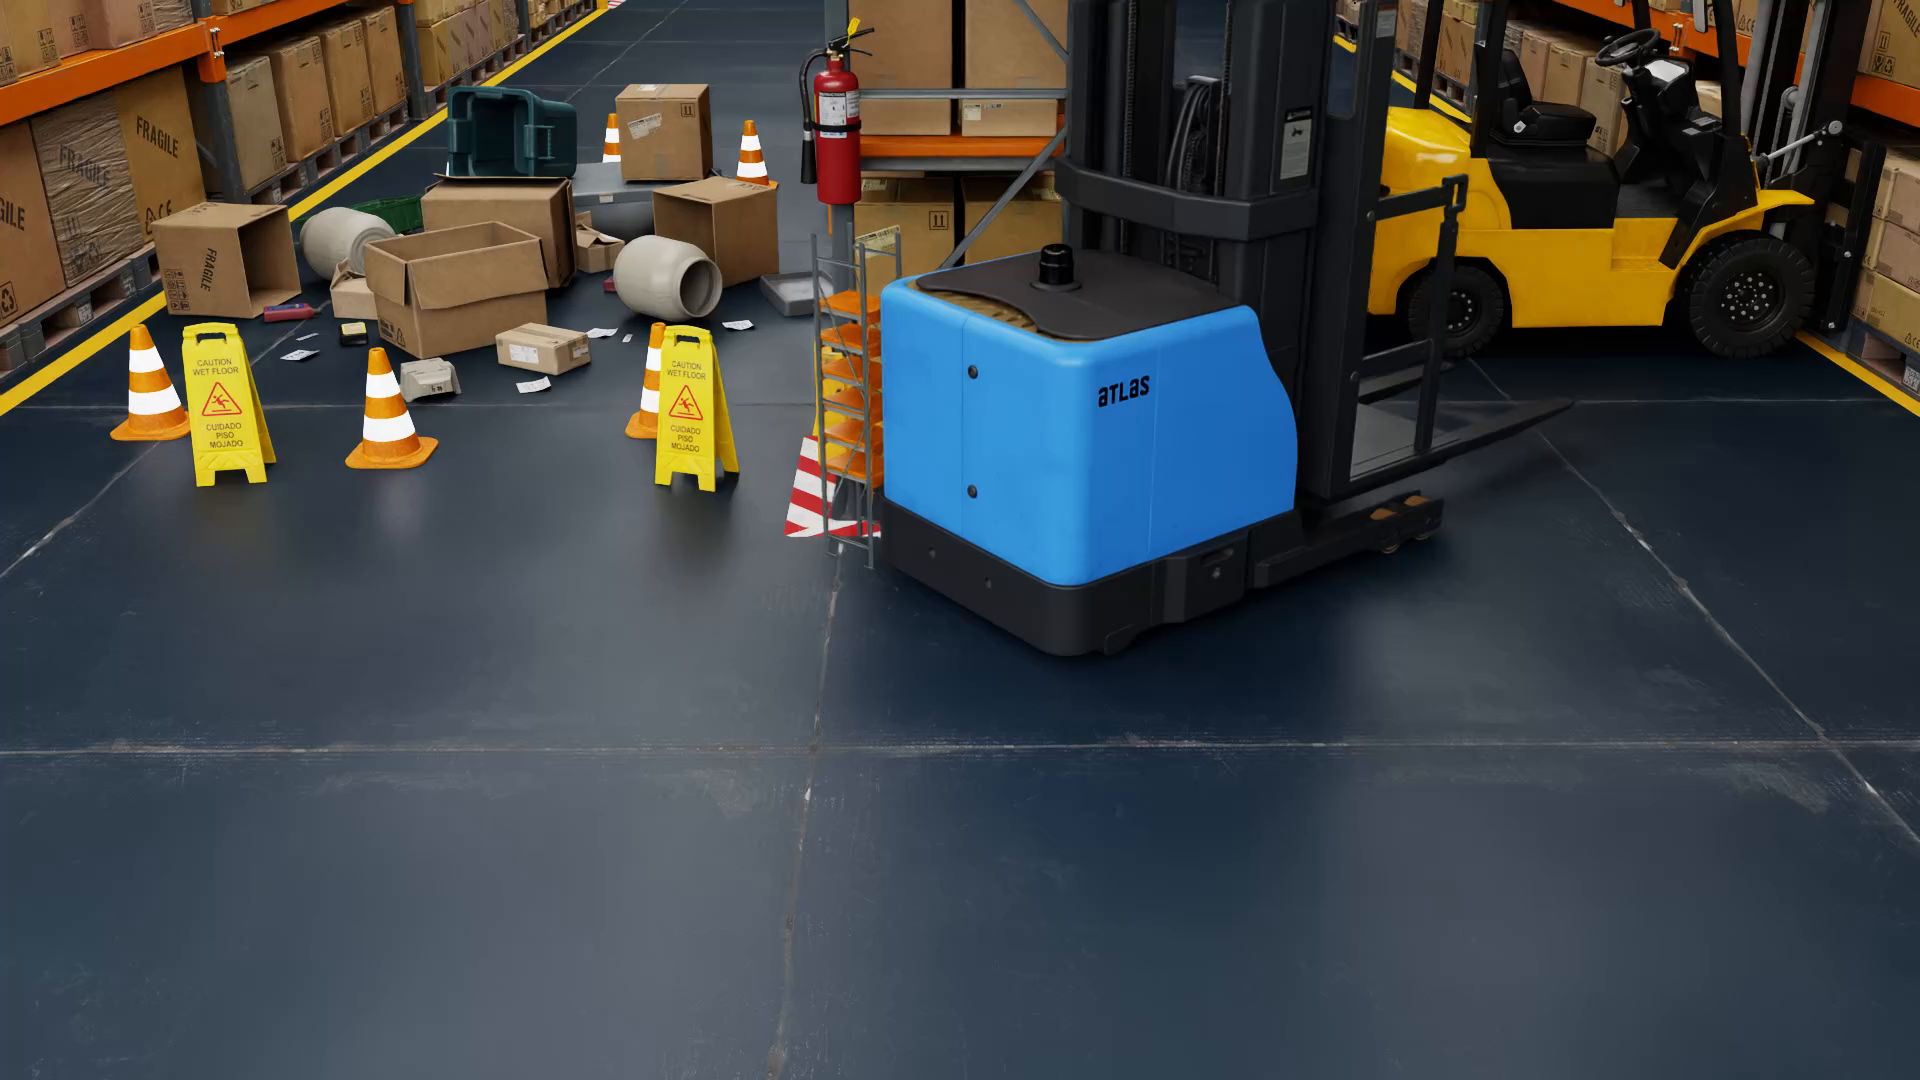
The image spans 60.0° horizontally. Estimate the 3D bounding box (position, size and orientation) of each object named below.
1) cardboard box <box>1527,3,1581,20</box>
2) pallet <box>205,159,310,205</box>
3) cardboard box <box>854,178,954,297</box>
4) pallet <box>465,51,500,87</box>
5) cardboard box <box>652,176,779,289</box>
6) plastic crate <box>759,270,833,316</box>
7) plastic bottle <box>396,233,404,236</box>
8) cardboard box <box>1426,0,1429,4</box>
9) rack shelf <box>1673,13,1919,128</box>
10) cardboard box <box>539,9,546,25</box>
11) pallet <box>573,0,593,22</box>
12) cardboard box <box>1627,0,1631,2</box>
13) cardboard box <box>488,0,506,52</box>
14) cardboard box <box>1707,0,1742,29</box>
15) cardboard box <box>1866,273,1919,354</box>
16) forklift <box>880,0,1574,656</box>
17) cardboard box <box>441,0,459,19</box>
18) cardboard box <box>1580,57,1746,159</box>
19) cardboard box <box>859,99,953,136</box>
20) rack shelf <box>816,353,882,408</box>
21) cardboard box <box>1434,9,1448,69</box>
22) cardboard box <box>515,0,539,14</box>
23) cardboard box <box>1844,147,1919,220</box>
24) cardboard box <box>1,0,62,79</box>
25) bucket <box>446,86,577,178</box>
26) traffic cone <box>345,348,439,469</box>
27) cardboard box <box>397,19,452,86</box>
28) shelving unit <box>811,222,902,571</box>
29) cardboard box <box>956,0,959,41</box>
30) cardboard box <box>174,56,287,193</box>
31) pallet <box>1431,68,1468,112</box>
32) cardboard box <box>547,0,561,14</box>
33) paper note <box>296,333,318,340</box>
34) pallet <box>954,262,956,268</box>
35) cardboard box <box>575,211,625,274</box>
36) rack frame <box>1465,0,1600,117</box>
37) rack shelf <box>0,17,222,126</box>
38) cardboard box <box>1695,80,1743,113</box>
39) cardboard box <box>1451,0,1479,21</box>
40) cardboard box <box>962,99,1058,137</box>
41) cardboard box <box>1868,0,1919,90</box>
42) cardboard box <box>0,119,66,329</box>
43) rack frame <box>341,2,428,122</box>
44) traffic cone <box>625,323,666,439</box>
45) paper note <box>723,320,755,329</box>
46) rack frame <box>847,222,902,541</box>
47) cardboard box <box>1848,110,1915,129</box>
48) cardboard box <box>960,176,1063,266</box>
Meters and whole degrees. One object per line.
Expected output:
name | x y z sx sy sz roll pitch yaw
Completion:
cardboard box | 5.176 -4.589 14.494 0.380 0.149 0.250 1 24 2
pallet | -5.082 -2.336 11.159 1.003 0.211 1.213 0 24 -1
cardboard box | -0.275 -1.314 7.432 0.500 0.500 0.500 0 24 0
pallet | -5.059 -4.490 15.922 1.003 0.211 1.213 0 24 -1
cardboard box | -1.398 -1.767 9.548 0.500 0.500 0.500 19 30 35
plastic crate | -0.852 -1.372 9.186 0.402 0.080 0.583 -9 26 -19
plastic bottle | -3.486 -1.843 10.251 0.133 0.061 0.283 -14 28 -28
cardboard box | 4.625 -5.122 15.671 0.380 0.149 0.250 -1 24 -3
rack shelf | 4.936 -2.225 8.402 1.077 0.370 4.000 0 24 -1
cardboard box | -4.771 -5.739 18.249 0.380 0.149 0.250 0 24 1
pallet | -5.155 -6.597 20.580 1.003 0.211 1.213 0 24 -1
cardboard box | 4.636 -3.722 11.022 0.500 0.250 0.500 0 24 -1
cardboard box | -4.820 -5.123 16.460 0.500 0.500 0.500 -1 24 -2
cardboard box | 4.658 -3.238 9.649 0.500 0.500 0.500 -1 24 -2
cardboard box | 4.641 -1.064 7.790 0.500 0.250 0.500 0 24 -1
forklift | 1.190 -1.439 5.875 3.031 2.935 1.130 -18 30 -34
cardboard box | -4.813 -4.826 14.893 0.500 0.250 0.500 -1 24 -1
cardboard box | 4.896 -3.021 11.661 0.875 0.625 0.625 0 24 -1
cardboard box | -0.224 -1.743 6.769 0.380 0.149 0.250 1 24 1
rack shelf | -0.351 -0.565 5.857 0.258 0.103 0.180 18 30 35
cardboard box | 4.647 -4.673 15.465 0.500 0.500 0.500 1 24 2
cardboard box | -4.769 -5.764 17.944 0.380 0.149 0.250 1 24 2
cardboard box | 4.614 -1.729 8.047 0.500 0.250 0.500 0 24 0
cardboard box | -4.959 -2.538 8.039 0.875 0.550 0.500 0 24 -1
bucket | -2.691 -2.444 10.142 0.726 0.611 0.620 8 16 18
traffic cone | -2.407 -0.575 6.960 0.336 0.463 0.334 0 24 -1
cardboard box | -4.794 -4.282 14.602 0.500 0.500 0.500 -1 24 -3
shelving unit | -0.351 -0.496 5.889 0.258 1.200 0.189 18 30 35
cardboard box | 0.237 -2.715 8.131 0.500 0.500 0.500 -1 24 -2
cardboard box | -5.095 -2.711 10.824 1.050 0.750 0.750 0 24 -1
pallet | 4.900 -4.062 14.976 1.003 0.211 1.213 0 24 -1
cardboard box | -4.823 -6.164 19.188 0.380 0.149 0.250 -1 24 -2
paper note | -3.355 -1.045 8.547 0.032 0.001 0.123 13 27 27
pallet | 0.010 -1.302 8.872 1.003 0.211 1.213 0 24 -1
cardboard box | -2.187 -1.762 9.823 0.258 0.266 0.396 -19 31 -36
rack frame | 4.870 -5.025 13.720 1.000 3.000 0.127 0 24 -1
rack shelf | -4.976 -2.137 8.208 1.077 0.370 4.000 0 24 -1
cardboard box | 4.605 -2.570 9.906 0.500 0.250 0.500 -1 24 -1
cardboard box | 4.578 -4.688 14.711 0.380 0.149 0.250 -1 24 -3
cardboard box | 0.198 -1.731 6.742 0.380 0.149 0.250 0 24 0
cardboard box | 4.687 -2.401 7.797 0.500 0.500 0.500 -1 24 -2
cardboard box | -5.040 -1.506 8.008 0.875 0.875 0.875 -1 24 -1
rack frame | -5.042 -4.937 13.526 1.000 3.000 0.127 0 24 -1
traffic cone | -1.300 -0.720 7.281 0.336 0.463 0.334 0 24 -1
paper note | -1.161 -1.134 8.720 0.142 0.019 0.148 -9 26 -19
rack frame | -0.293 -0.526 5.953 0.240 1.200 0.006 18 30 35
cardboard box | 5.125 -2.152 8.981 0.500 0.250 0.500 0 24 0
cardboard box | 0.261 -1.328 7.464 0.500 0.500 0.500 -1 24 -2
